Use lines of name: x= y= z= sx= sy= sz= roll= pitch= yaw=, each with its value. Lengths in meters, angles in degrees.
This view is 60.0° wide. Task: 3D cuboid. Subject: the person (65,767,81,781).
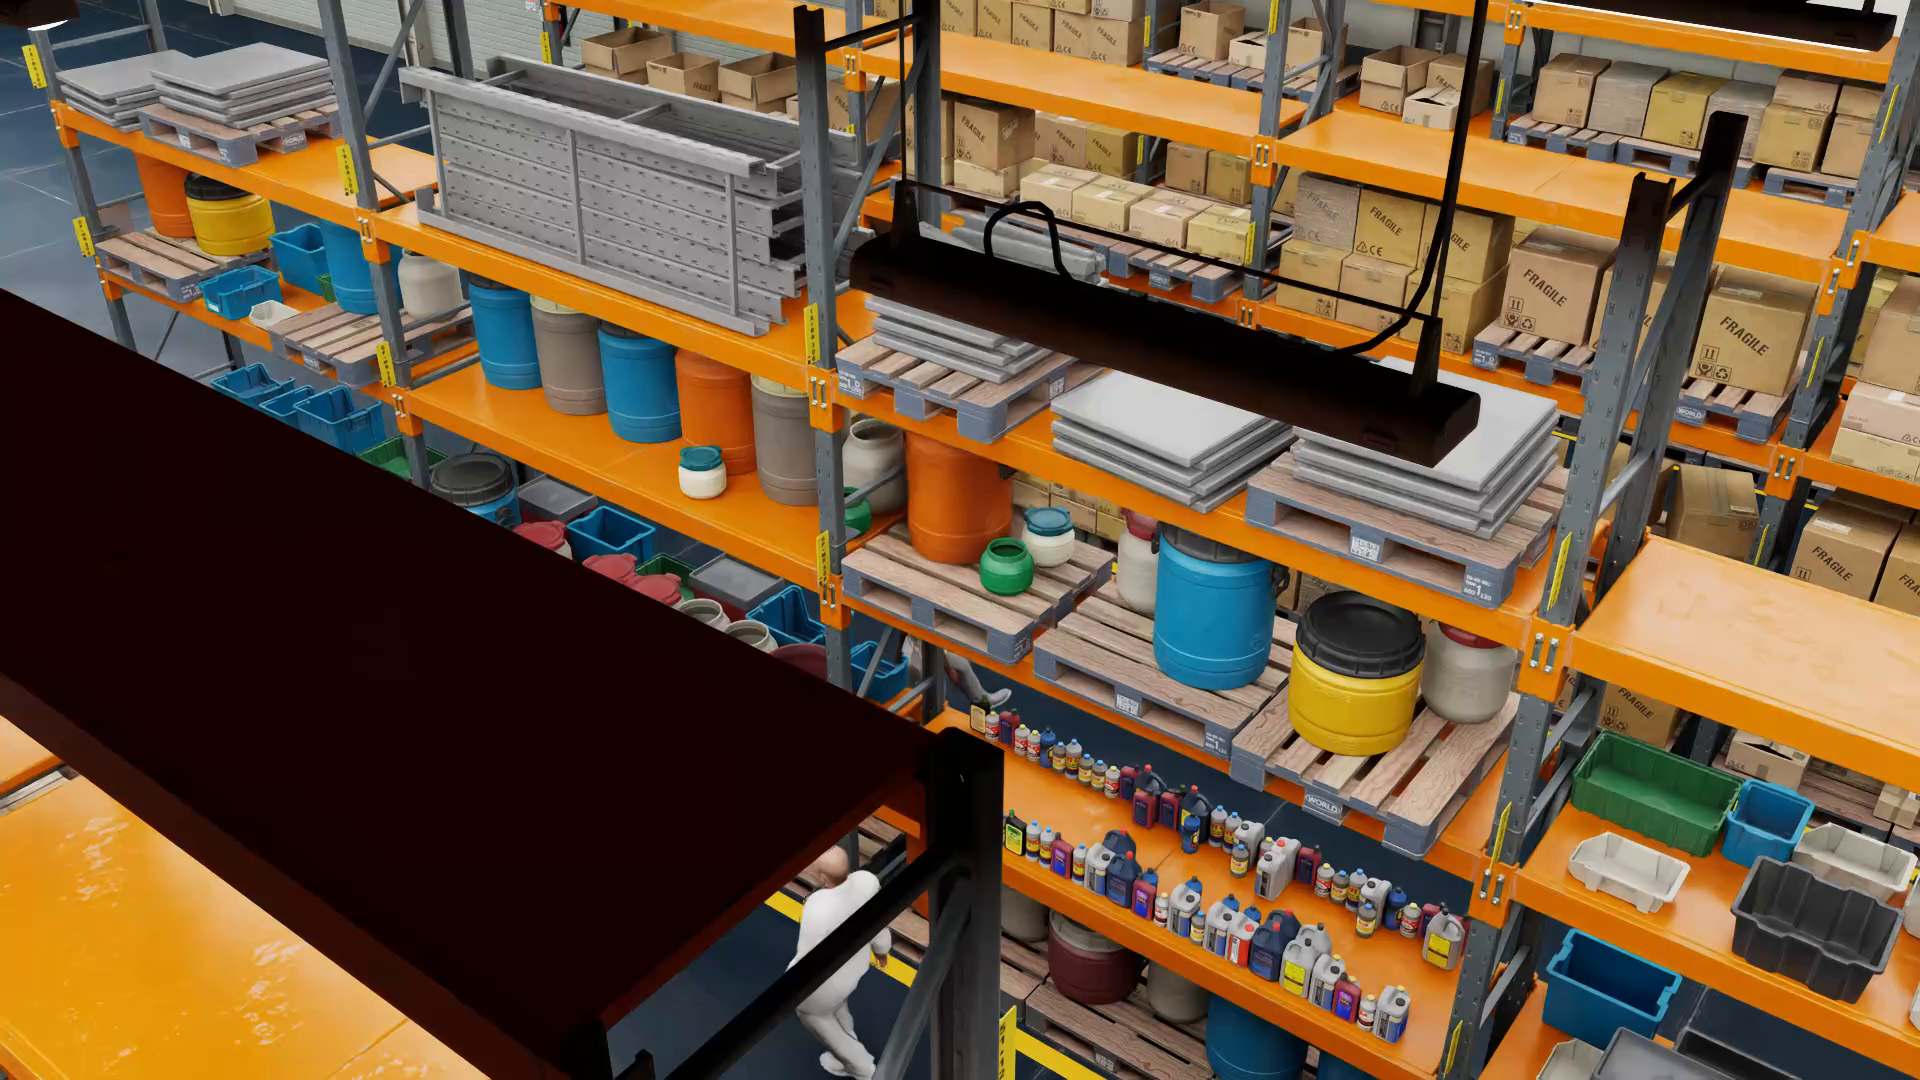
person: x=-5.396 y=1.990 z=10.491 sx=0.432 sy=1.552 sz=0.903 roll=-21 pitch=37 yaw=-30

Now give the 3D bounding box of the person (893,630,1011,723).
person: x=-0.115 y=0.798 z=12.154 sx=1.116 sy=1.514 sz=0.491 roll=-7 pitch=32 yaw=-11

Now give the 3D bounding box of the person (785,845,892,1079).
person: x=-0.711 y=2.362 z=9.424 sx=0.678 sy=1.648 sz=0.645 roll=23 pitch=38 yaw=32
